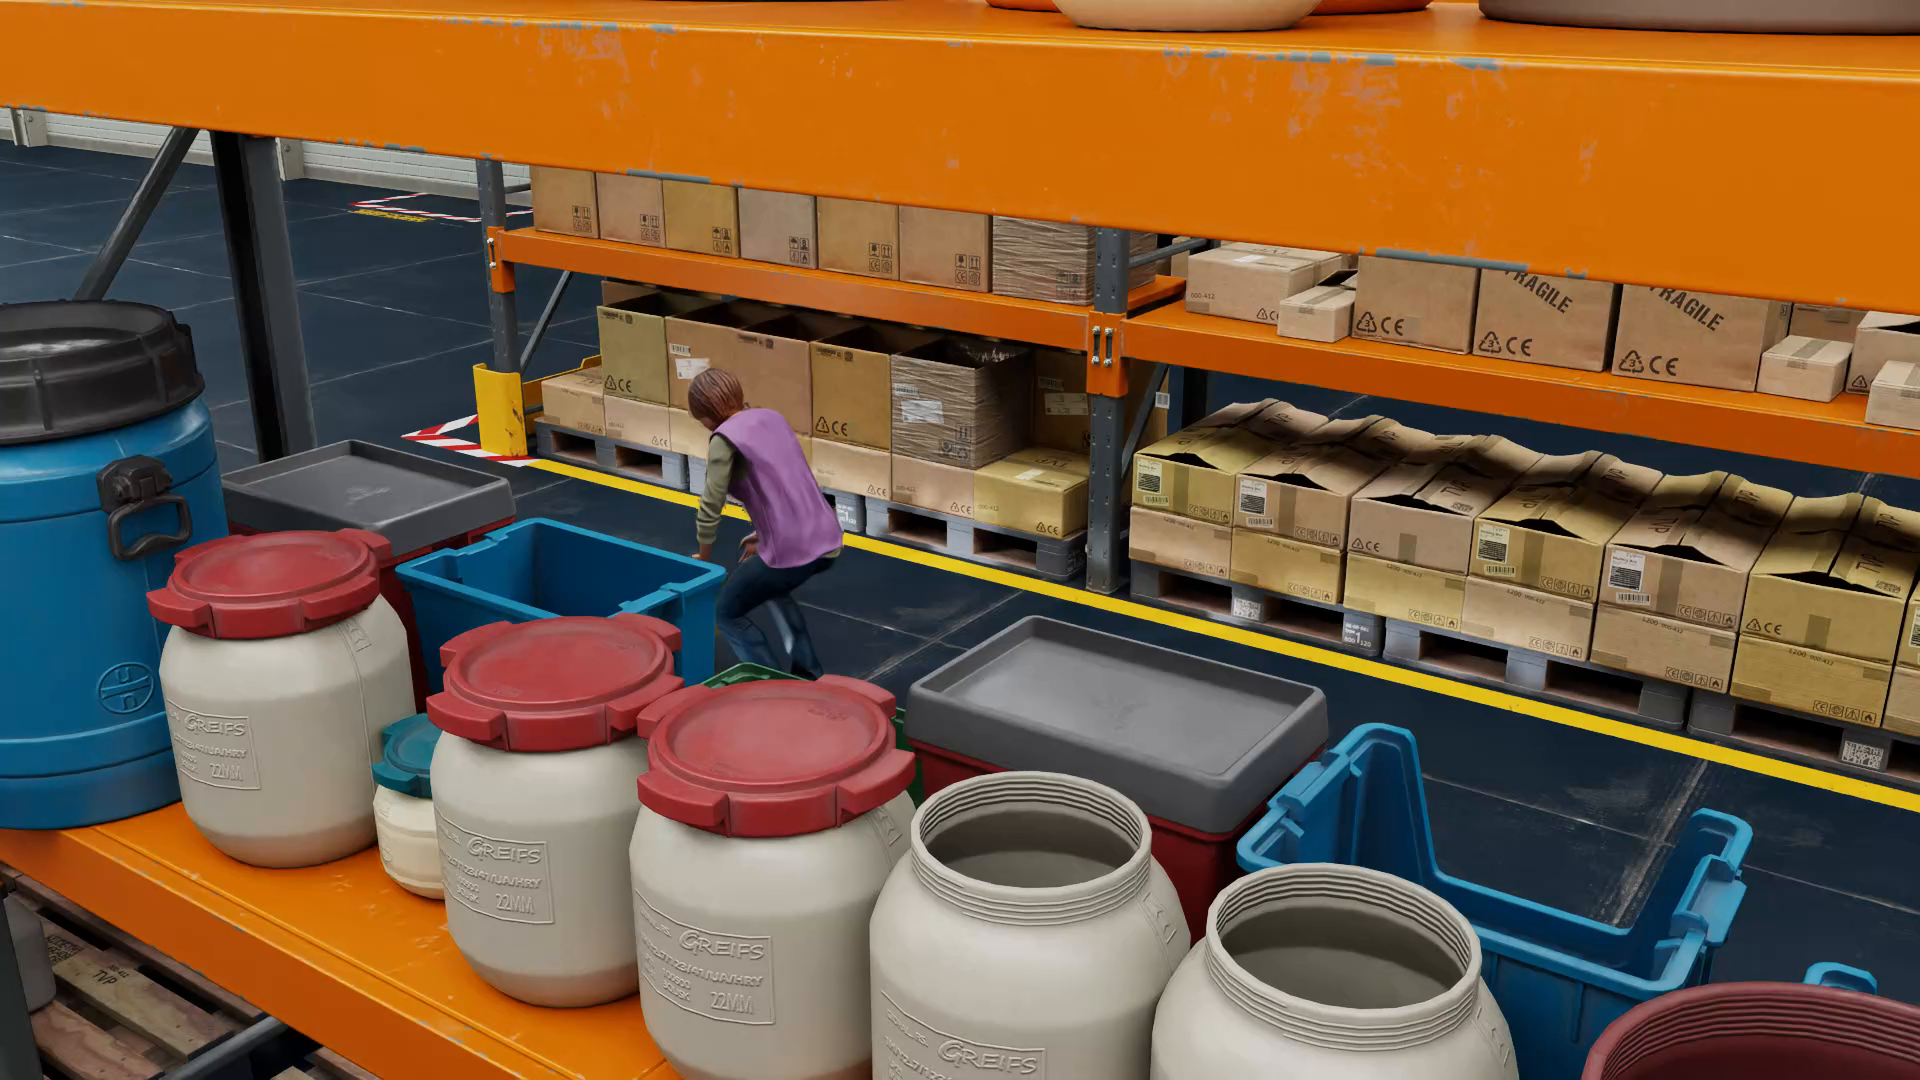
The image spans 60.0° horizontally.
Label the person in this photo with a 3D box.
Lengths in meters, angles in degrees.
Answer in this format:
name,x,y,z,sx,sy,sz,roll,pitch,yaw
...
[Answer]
name,x,y,z,sx,sy,sz,roll,pitch,yaw
person,-0.760,0.033,6.367,0.621,1.351,0.461,13,24,32
